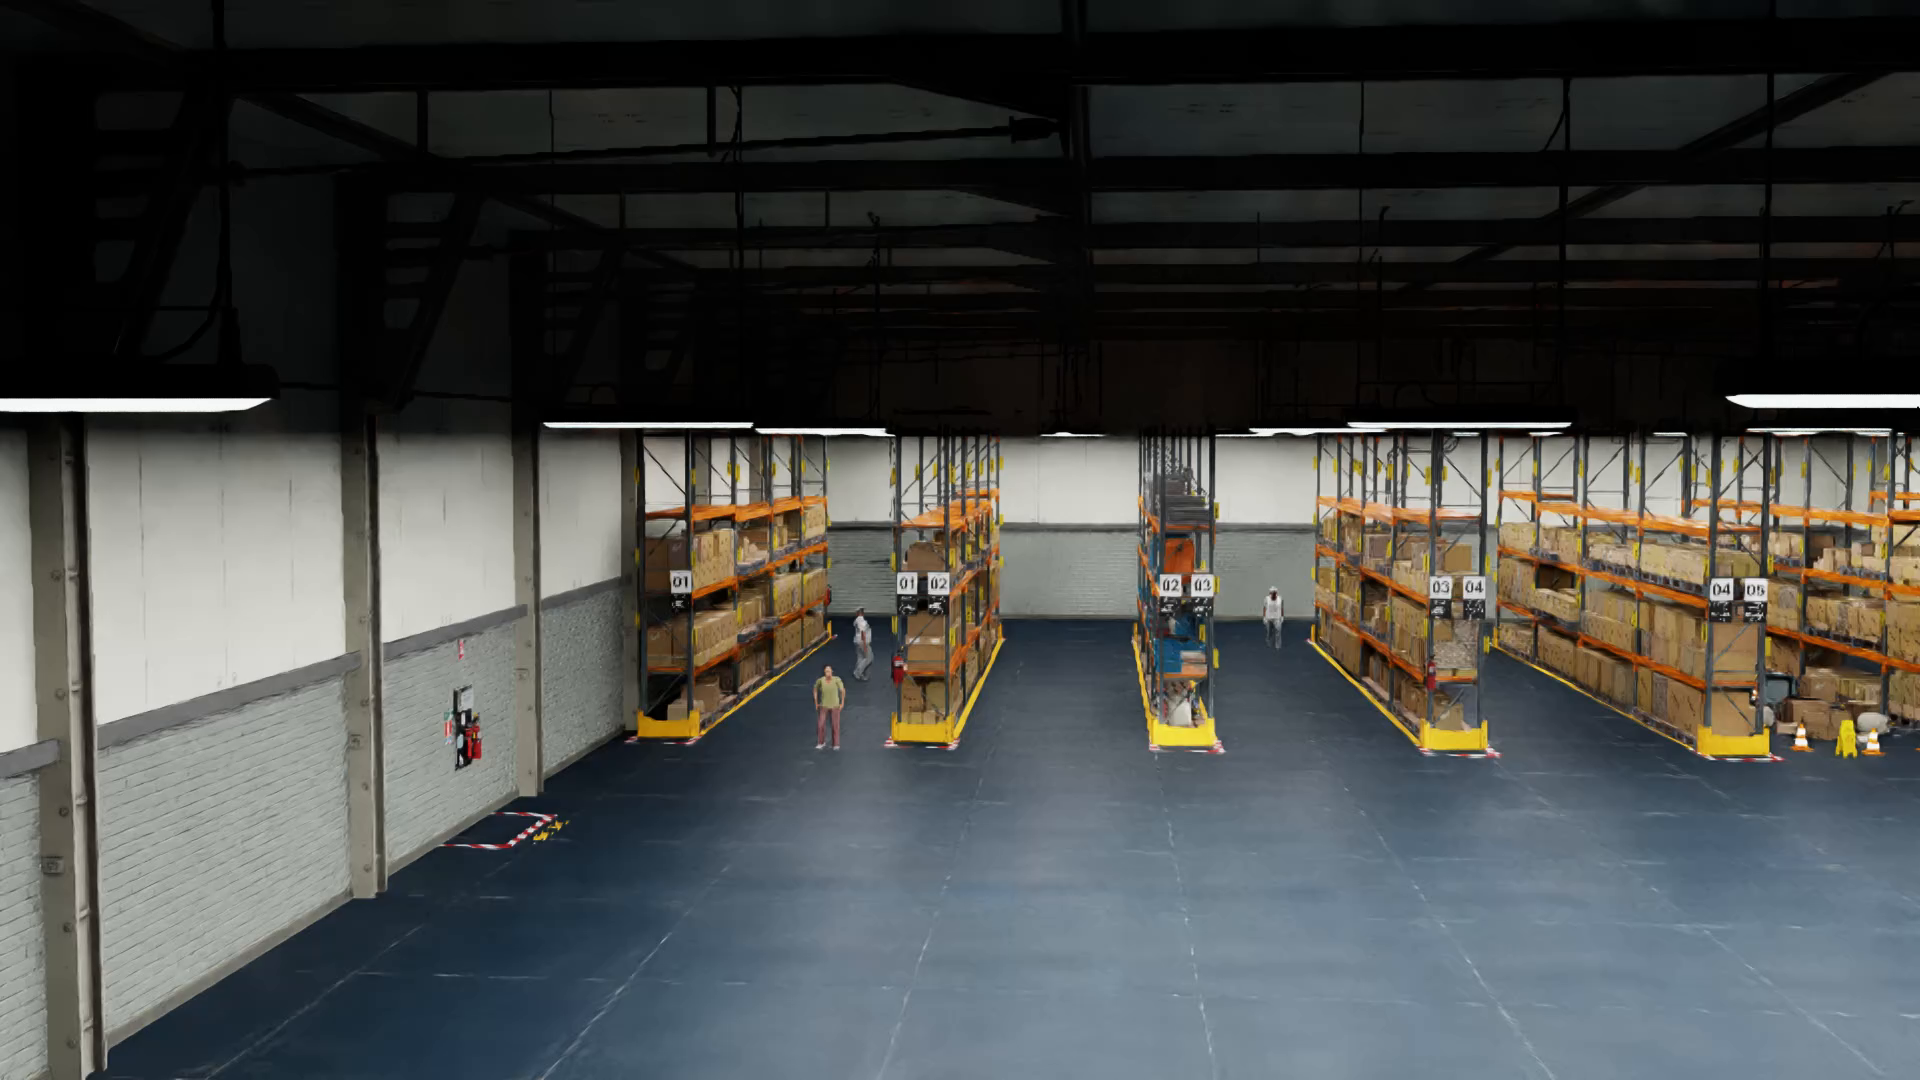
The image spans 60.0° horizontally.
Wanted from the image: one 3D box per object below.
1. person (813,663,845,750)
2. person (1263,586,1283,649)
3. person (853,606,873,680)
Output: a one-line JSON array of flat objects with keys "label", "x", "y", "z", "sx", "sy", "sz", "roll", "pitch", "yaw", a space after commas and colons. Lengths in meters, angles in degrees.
[{"label": "person", "x": -2.404, "y": 3.058, "z": 30.582, "sx": 0.598, "sy": 1.617, "sz": 0.503, "roll": 0, "pitch": 3, "yaw": 3}, {"label": "person", "x": 8.535, "y": 2.099, "z": 45.335, "sx": 0.566, "sy": 1.706, "sz": 1.122, "roll": 0, "pitch": 3, "yaw": 7}, {"label": "person", "x": -2.330, "y": 2.449, "z": 39.366, "sx": 0.470, "sy": 1.753, "sz": 0.588, "roll": -2, "pitch": 4, "yaw": -24}]
